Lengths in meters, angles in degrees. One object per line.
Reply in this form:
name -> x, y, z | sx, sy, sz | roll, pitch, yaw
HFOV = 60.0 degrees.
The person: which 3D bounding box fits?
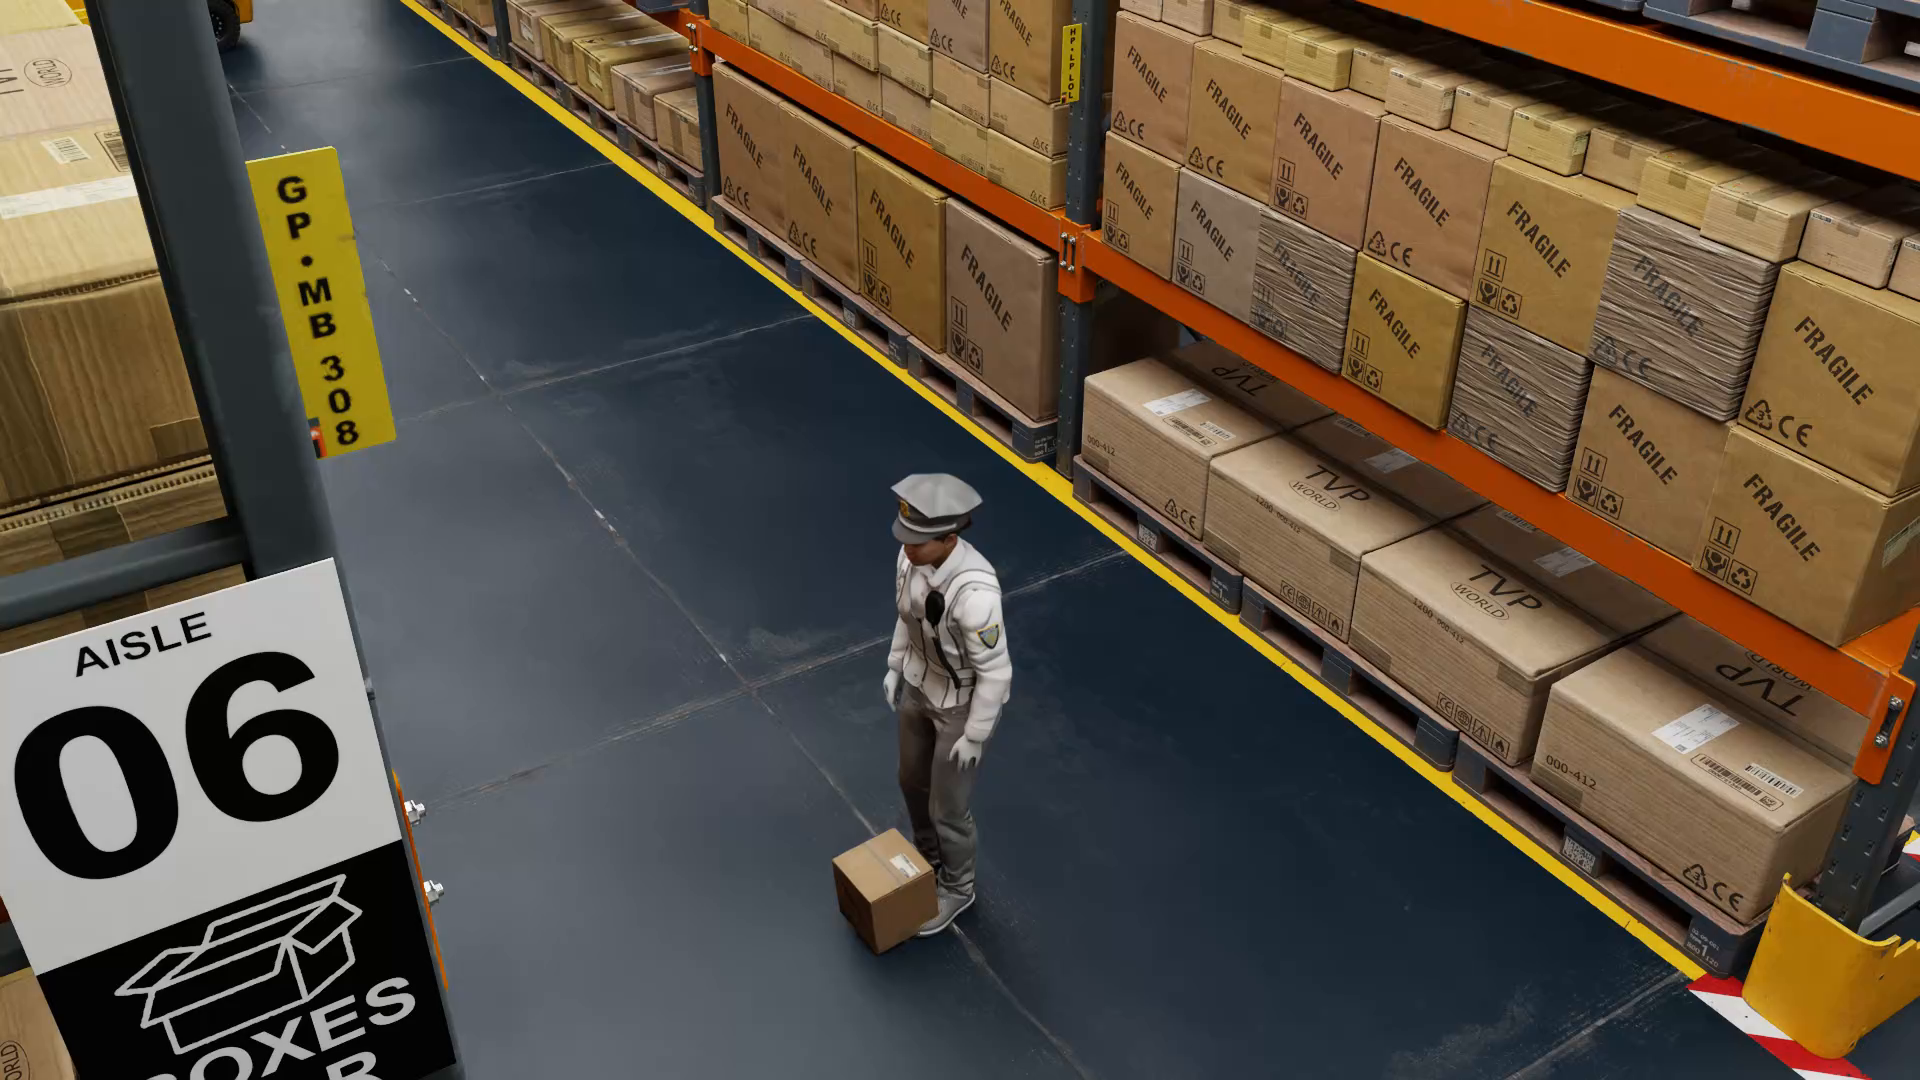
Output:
person -> -0.066, 0.527, 5.317 | 0.412, 1.664, 0.514 | -21, 38, -29
